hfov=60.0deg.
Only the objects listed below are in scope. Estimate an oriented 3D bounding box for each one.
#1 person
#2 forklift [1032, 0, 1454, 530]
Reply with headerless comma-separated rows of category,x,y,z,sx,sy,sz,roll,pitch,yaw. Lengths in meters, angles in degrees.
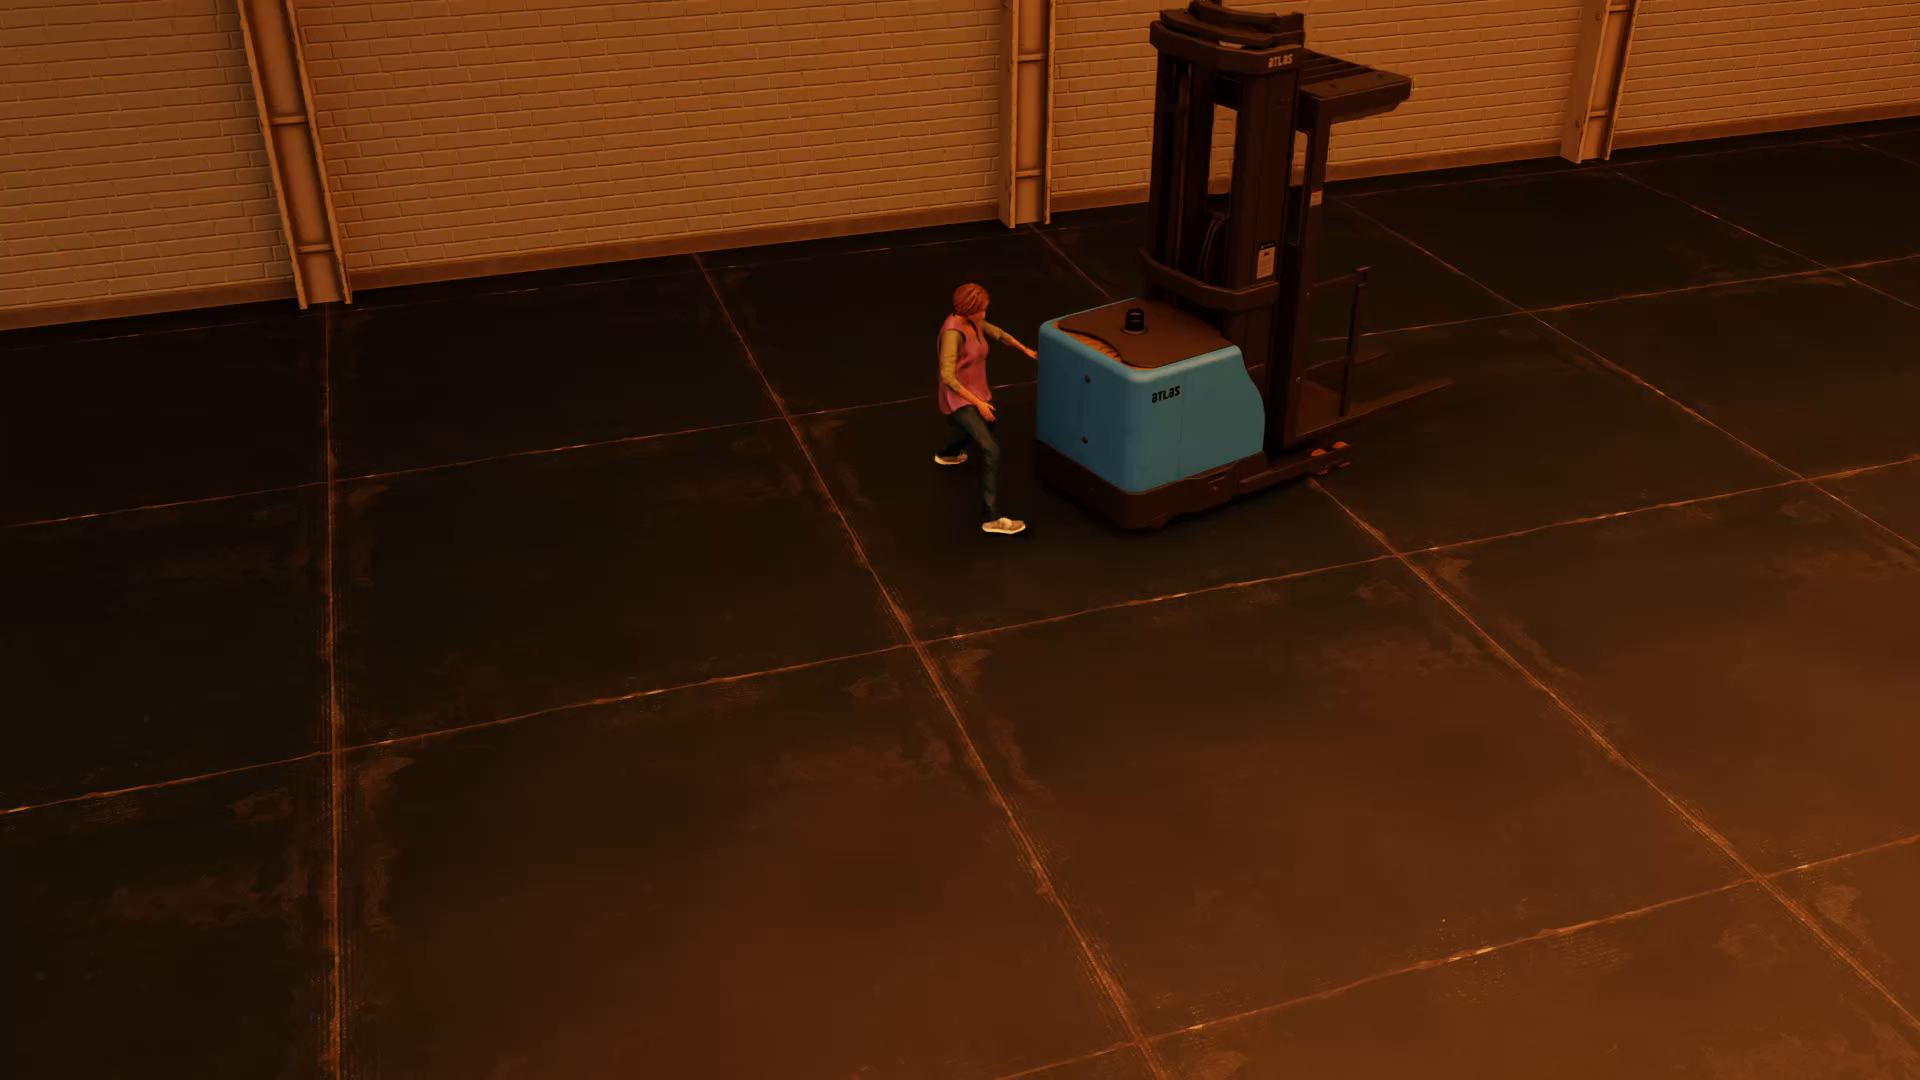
person,0.135,-0.878,10.171,0.874,1.436,0.925,12,32,20
forklift,1.972,-1.889,10.371,3.031,2.935,1.130,-19,35,-29
